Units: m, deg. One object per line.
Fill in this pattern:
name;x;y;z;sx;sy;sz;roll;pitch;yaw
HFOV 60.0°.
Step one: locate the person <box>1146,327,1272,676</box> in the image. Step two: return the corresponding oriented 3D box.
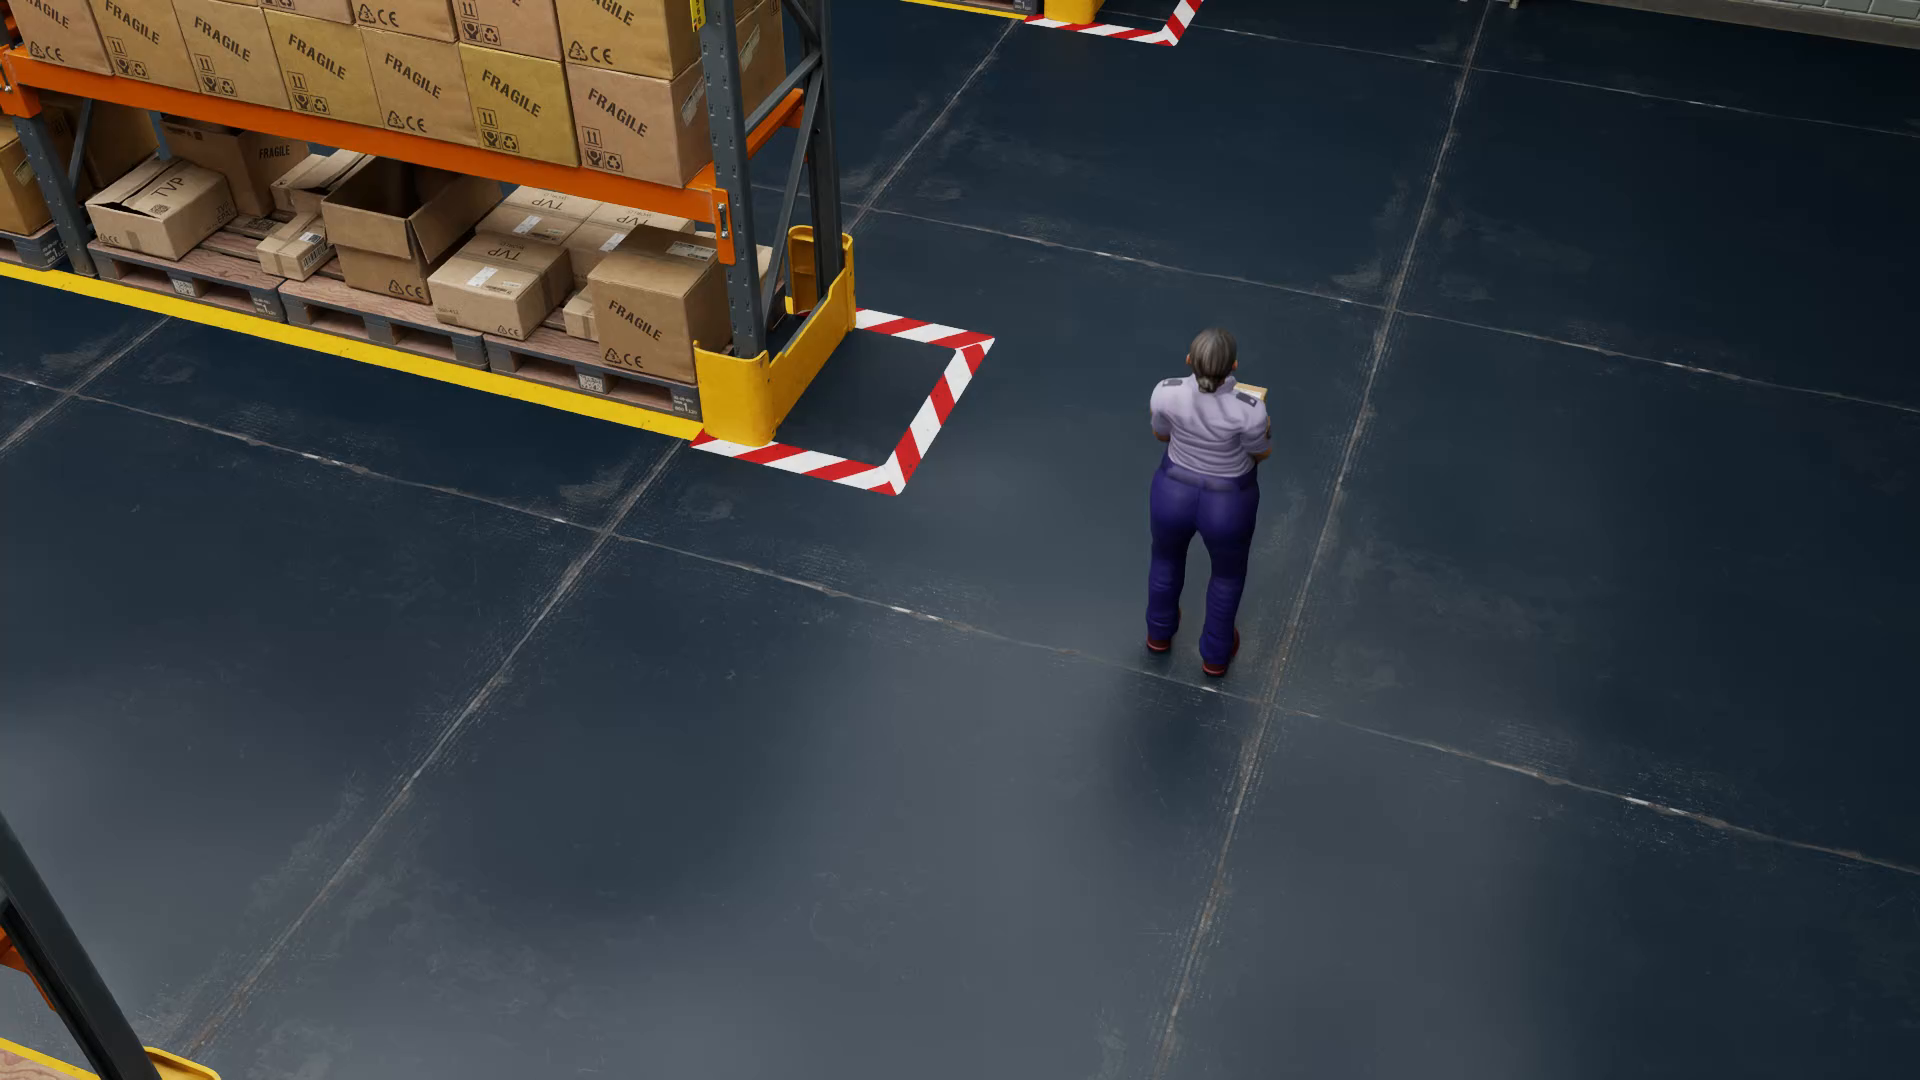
person;0.948;-0.197;6.405;0.452;1.627;0.516;14;44;15
